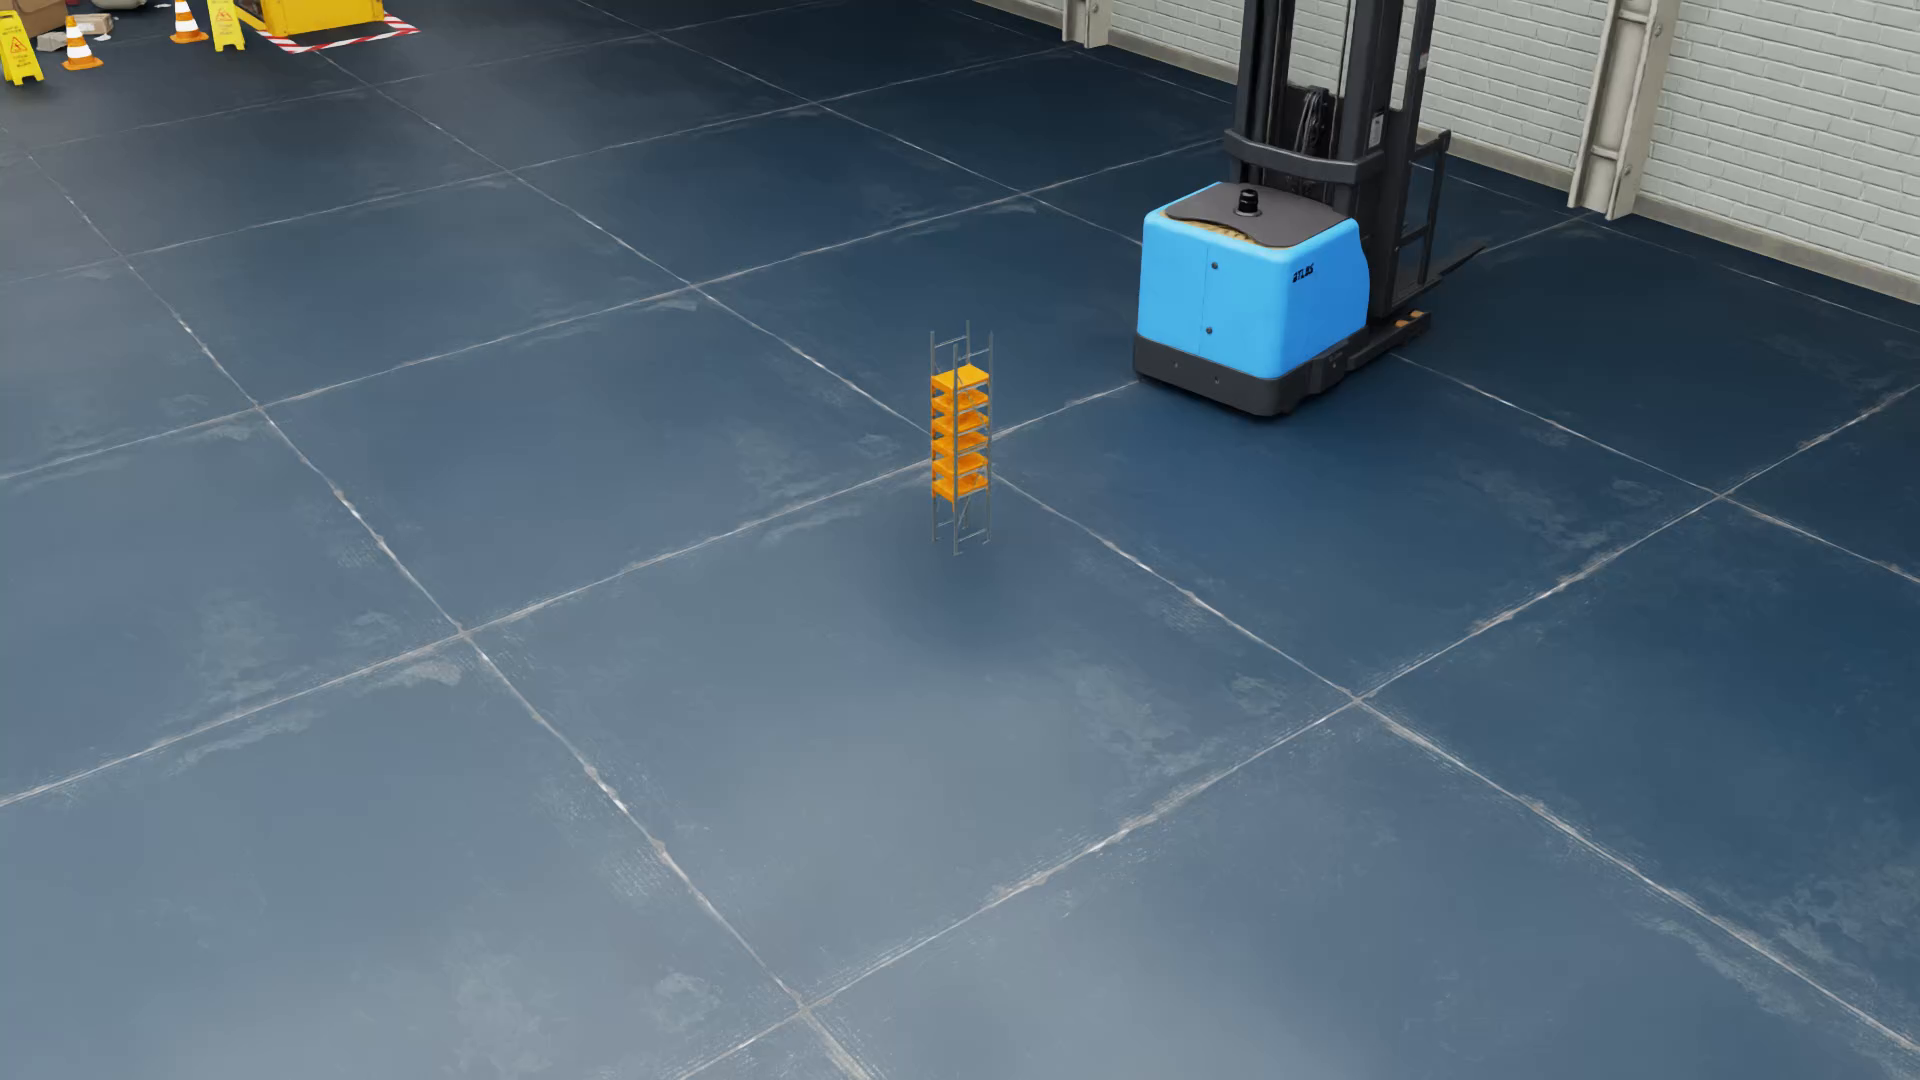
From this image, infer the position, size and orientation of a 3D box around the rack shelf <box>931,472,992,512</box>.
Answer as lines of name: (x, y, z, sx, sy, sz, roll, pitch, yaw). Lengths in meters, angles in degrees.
rack shelf: (0.009, -0.262, 8.574, 0.258, 0.103, 0.180, -22, 38, -31)

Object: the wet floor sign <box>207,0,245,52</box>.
wet floor sign: (-7.332, -5.225, 16.552, 0.267, 0.644, 0.232, -10, 33, -15)

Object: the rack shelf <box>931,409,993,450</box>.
rack shelf: (0.009, -0.568, 8.384, 0.258, 0.103, 0.180, -22, 38, -31)

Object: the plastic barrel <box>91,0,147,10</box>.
plastic barrel: (-9.065, -5.927, 17.893, 0.512, 0.421, 0.421, 1, 32, 2)

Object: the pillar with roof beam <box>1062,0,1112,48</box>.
pillar with roof beam: (-2.121, -7.495, 12.289, 9.100, 9.000, 0.400, -22, 38, -31)

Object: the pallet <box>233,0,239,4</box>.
pallet: (-7.864, -6.356, 18.784, 1.003, 0.211, 1.213, -22, 38, -31)

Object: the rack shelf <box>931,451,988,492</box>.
rack shelf: (0.009, -0.364, 8.510, 0.258, 0.103, 0.180, -22, 38, -31)

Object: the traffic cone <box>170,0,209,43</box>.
traffic cone: (-7.886, -5.335, 16.901, 0.336, 0.463, 0.334, -22, 38, -31)

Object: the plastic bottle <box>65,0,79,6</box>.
plastic bottle: (-9.746, -5.925, 18.232, 0.133, 0.061, 0.283, -16, 35, -23)

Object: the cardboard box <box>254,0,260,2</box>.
cardboard box: (-7.326, -5.921, 17.649, 0.500, 0.250, 0.500, -22, 38, -32)

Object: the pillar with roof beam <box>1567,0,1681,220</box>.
pillar with roof beam: (1.559, -4.995, 8.263, 9.100, 9.000, 0.400, -22, 38, -31)

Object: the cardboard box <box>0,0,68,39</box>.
cardboard box: (-9.680, -5.503, 17.134, 0.637, 0.503, 0.797, 6, 32, 10)

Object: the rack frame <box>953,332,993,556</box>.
rack frame: (0.065, -0.466, 8.362, 0.240, 1.200, 0.006, -22, 38, -31)

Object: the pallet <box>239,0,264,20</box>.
pallet: (-7.120, -5.848, 17.966, 1.003, 0.211, 1.213, -22, 38, -31)

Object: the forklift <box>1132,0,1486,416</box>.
forklift: (2.435, -2.666, 10.264, 1.130, 2.935, 3.031, 25, 40, 35)

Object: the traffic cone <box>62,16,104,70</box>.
traffic cone: (-8.554, -4.834, 16.095, 0.336, 0.463, 0.334, -22, 38, -31)

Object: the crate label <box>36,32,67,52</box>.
crate label: (-9.085, -5.003, 16.676, 0.298, 0.136, 0.250, 12, 34, 19)

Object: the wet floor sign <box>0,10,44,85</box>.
wet floor sign: (-8.869, -4.636, 15.602, 0.232, 0.644, 0.267, 26, 40, 35)

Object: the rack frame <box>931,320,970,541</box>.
rack frame: (-0.047, -0.542, 8.485, 0.240, 1.200, 0.006, -22, 38, -31)

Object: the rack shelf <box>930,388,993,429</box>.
rack shelf: (0.009, -0.670, 8.321, 0.258, 0.103, 0.180, -22, 38, -31)

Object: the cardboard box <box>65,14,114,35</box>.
cardboard box: (-9.002, -5.332, 17.194, 0.380, 0.149, 0.250, -4, 32, -7)

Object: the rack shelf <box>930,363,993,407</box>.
rack shelf: (0.009, -0.772, 8.257, 0.258, 0.103, 0.180, -22, 38, -31)

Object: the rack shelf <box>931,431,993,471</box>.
rack shelf: (0.009, -0.466, 8.447, 0.258, 0.103, 0.180, -22, 38, -31)

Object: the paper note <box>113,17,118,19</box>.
paper note: (-8.972, -5.546, 17.670, 0.032, 0.001, 0.123, -22, 38, -31)

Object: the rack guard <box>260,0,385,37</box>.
rack guard: (-6.650, -5.621, 17.326, 1.175, 0.500, 0.348, -22, 38, -31)

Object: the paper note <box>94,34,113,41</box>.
paper note: (-8.755, -5.140, 16.996, 0.142, 0.019, 0.148, 18, 36, 27)

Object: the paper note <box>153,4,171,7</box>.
paper note: (-8.671, -5.819, 18.090, 0.148, 0.019, 0.142, 18, 36, 27)

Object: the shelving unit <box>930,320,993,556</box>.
shelving unit: (0.009, -0.504, 8.424, 0.258, 1.200, 0.189, -22, 38, -31)
